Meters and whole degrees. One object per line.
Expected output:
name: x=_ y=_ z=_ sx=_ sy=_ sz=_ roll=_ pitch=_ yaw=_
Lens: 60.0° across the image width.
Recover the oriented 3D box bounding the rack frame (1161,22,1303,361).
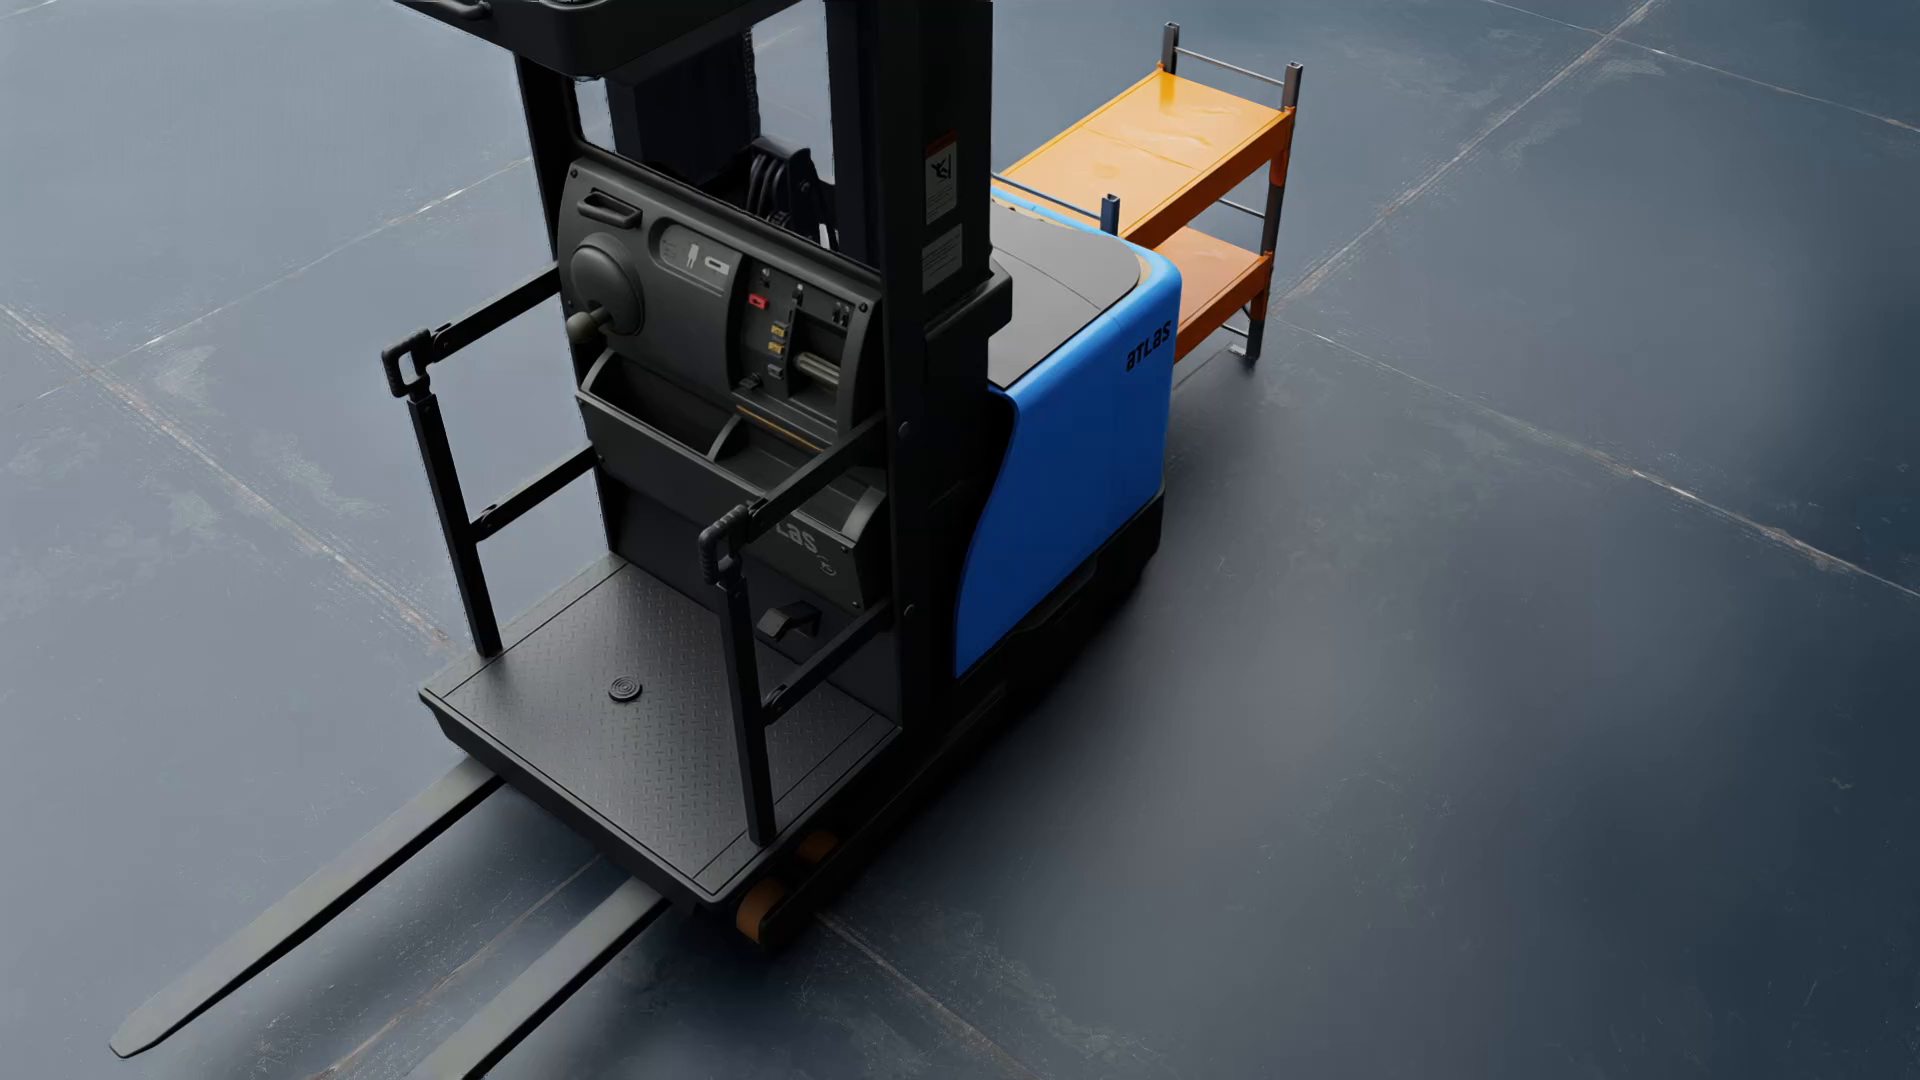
rack frame: x=0.871 y=-1.170 z=5.701 sx=0.500 sy=1.125 sz=0.032 roll=28 pitch=49 yaw=27

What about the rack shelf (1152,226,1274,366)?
rack shelf: x=0.556 y=-0.721 z=5.570 sx=0.538 sy=0.278 sz=1.000 roll=28 pitch=49 yaw=27

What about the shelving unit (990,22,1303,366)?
shelving unit: x=0.556 y=-0.902 z=5.405 sx=0.538 sy=1.125 sz=1.048 roll=28 pitch=49 yaw=27

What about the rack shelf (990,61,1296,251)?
rack shelf: x=0.556 y=-1.118 z=5.208 sx=0.538 sy=0.278 sz=1.000 roll=28 pitch=49 yaw=27

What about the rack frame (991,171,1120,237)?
rack frame: x=0.241 y=-0.633 z=5.110 sx=0.500 sy=1.125 sz=0.032 roll=28 pitch=49 yaw=27

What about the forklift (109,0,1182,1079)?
forklift: x=-0.691 y=-0.461 z=3.578 sx=1.130 sy=2.935 sz=3.031 roll=28 pitch=49 yaw=27
